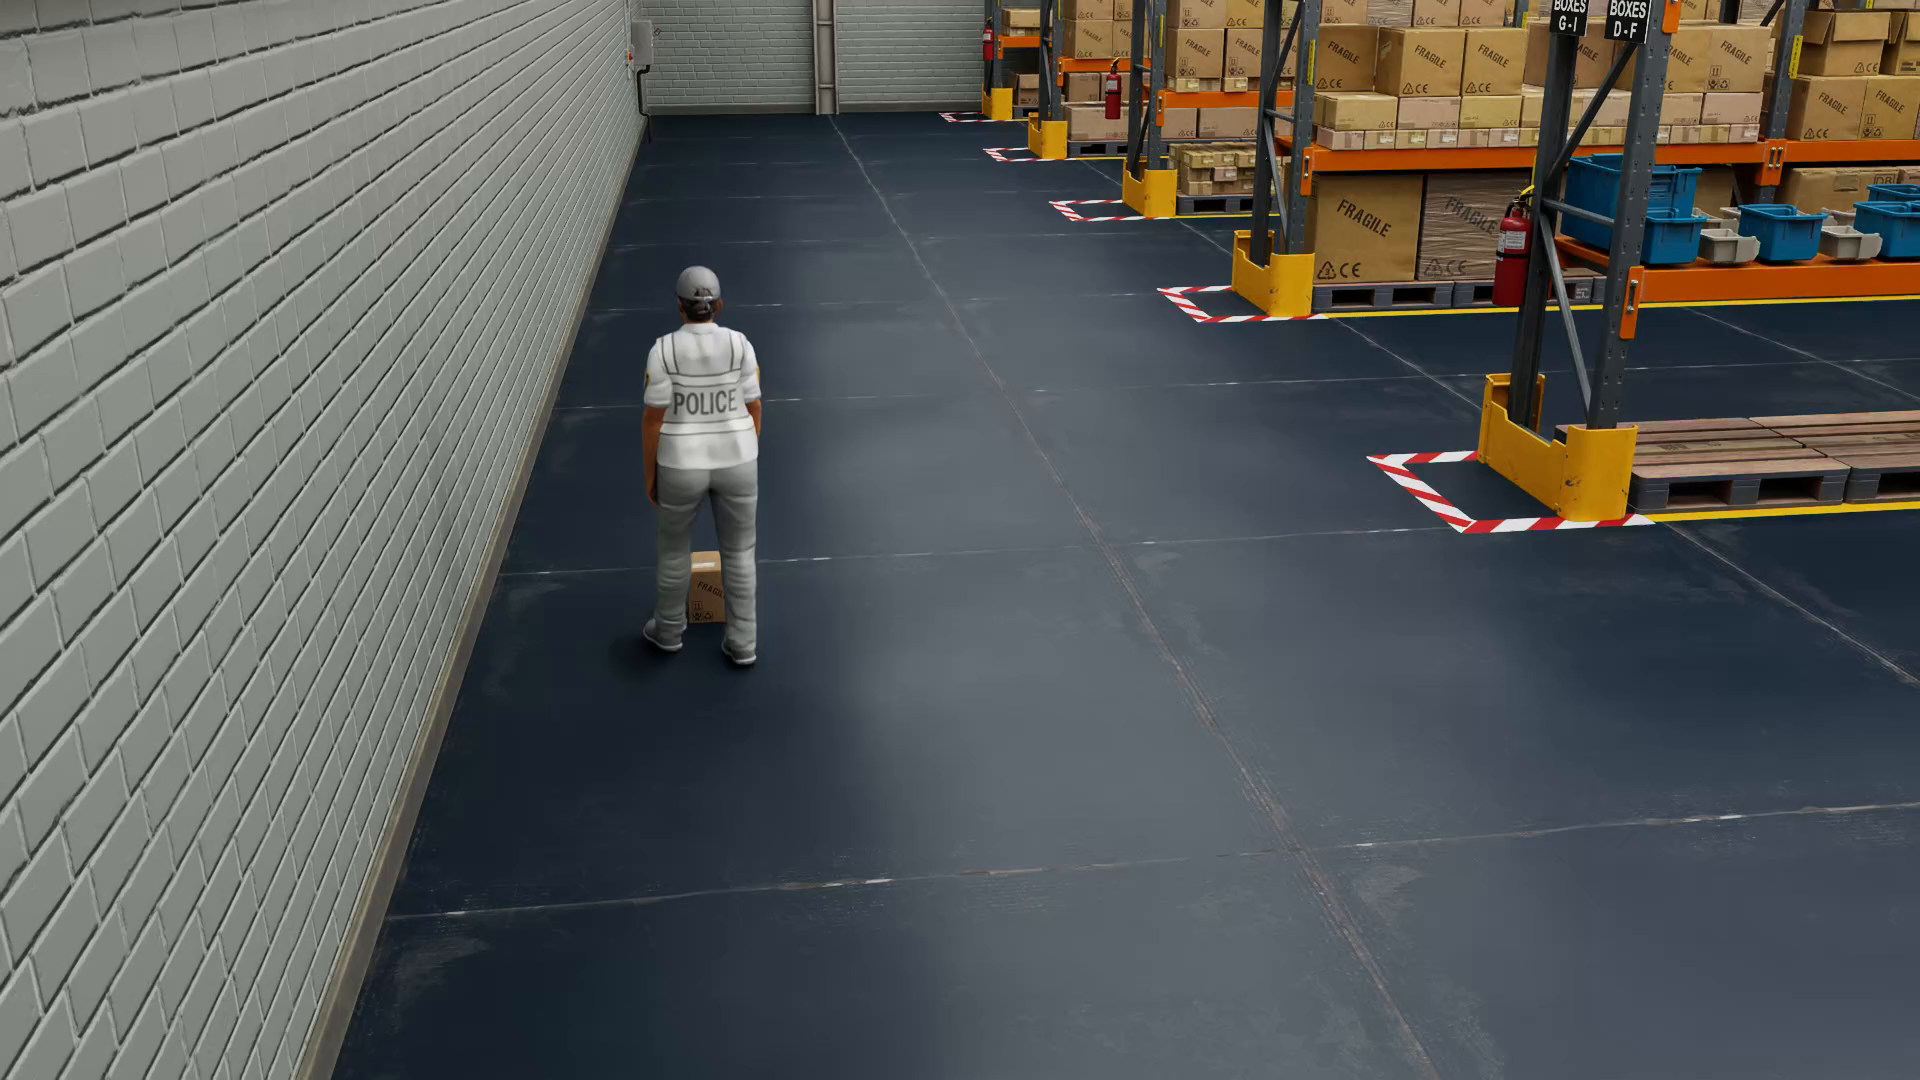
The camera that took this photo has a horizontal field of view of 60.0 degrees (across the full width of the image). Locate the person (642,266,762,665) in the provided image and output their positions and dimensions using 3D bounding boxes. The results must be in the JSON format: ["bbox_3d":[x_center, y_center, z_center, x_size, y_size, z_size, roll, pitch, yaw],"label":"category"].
[{"bbox_3d":[-1.082,-0.313,6.899,0.527,1.665,0.535,-5,21,-14],"label":"person"}]
